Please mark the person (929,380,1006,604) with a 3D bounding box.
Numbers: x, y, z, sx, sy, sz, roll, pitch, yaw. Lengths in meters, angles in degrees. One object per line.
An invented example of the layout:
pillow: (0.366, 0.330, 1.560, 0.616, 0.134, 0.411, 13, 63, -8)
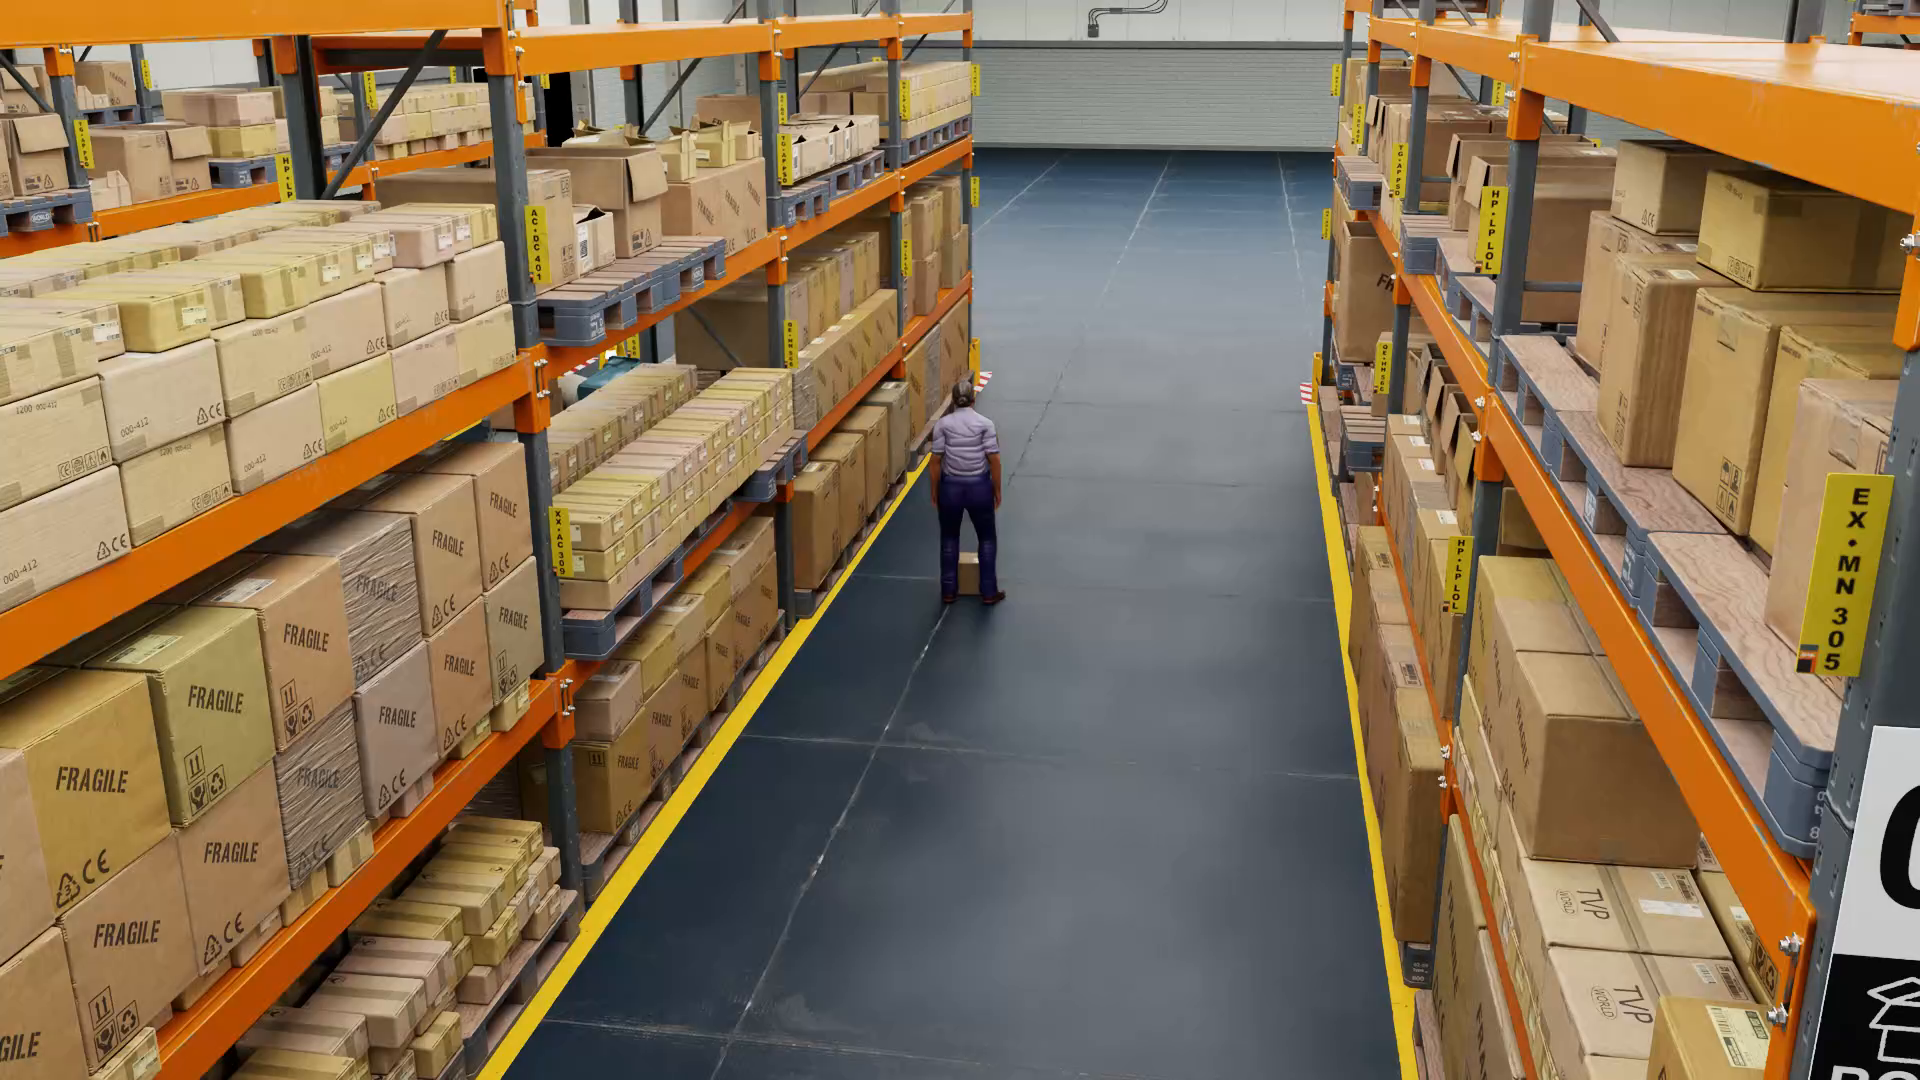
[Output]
person: (0.054, -0.339, 12.112, 0.554, 1.650, 0.372, 2, 18, 5)
